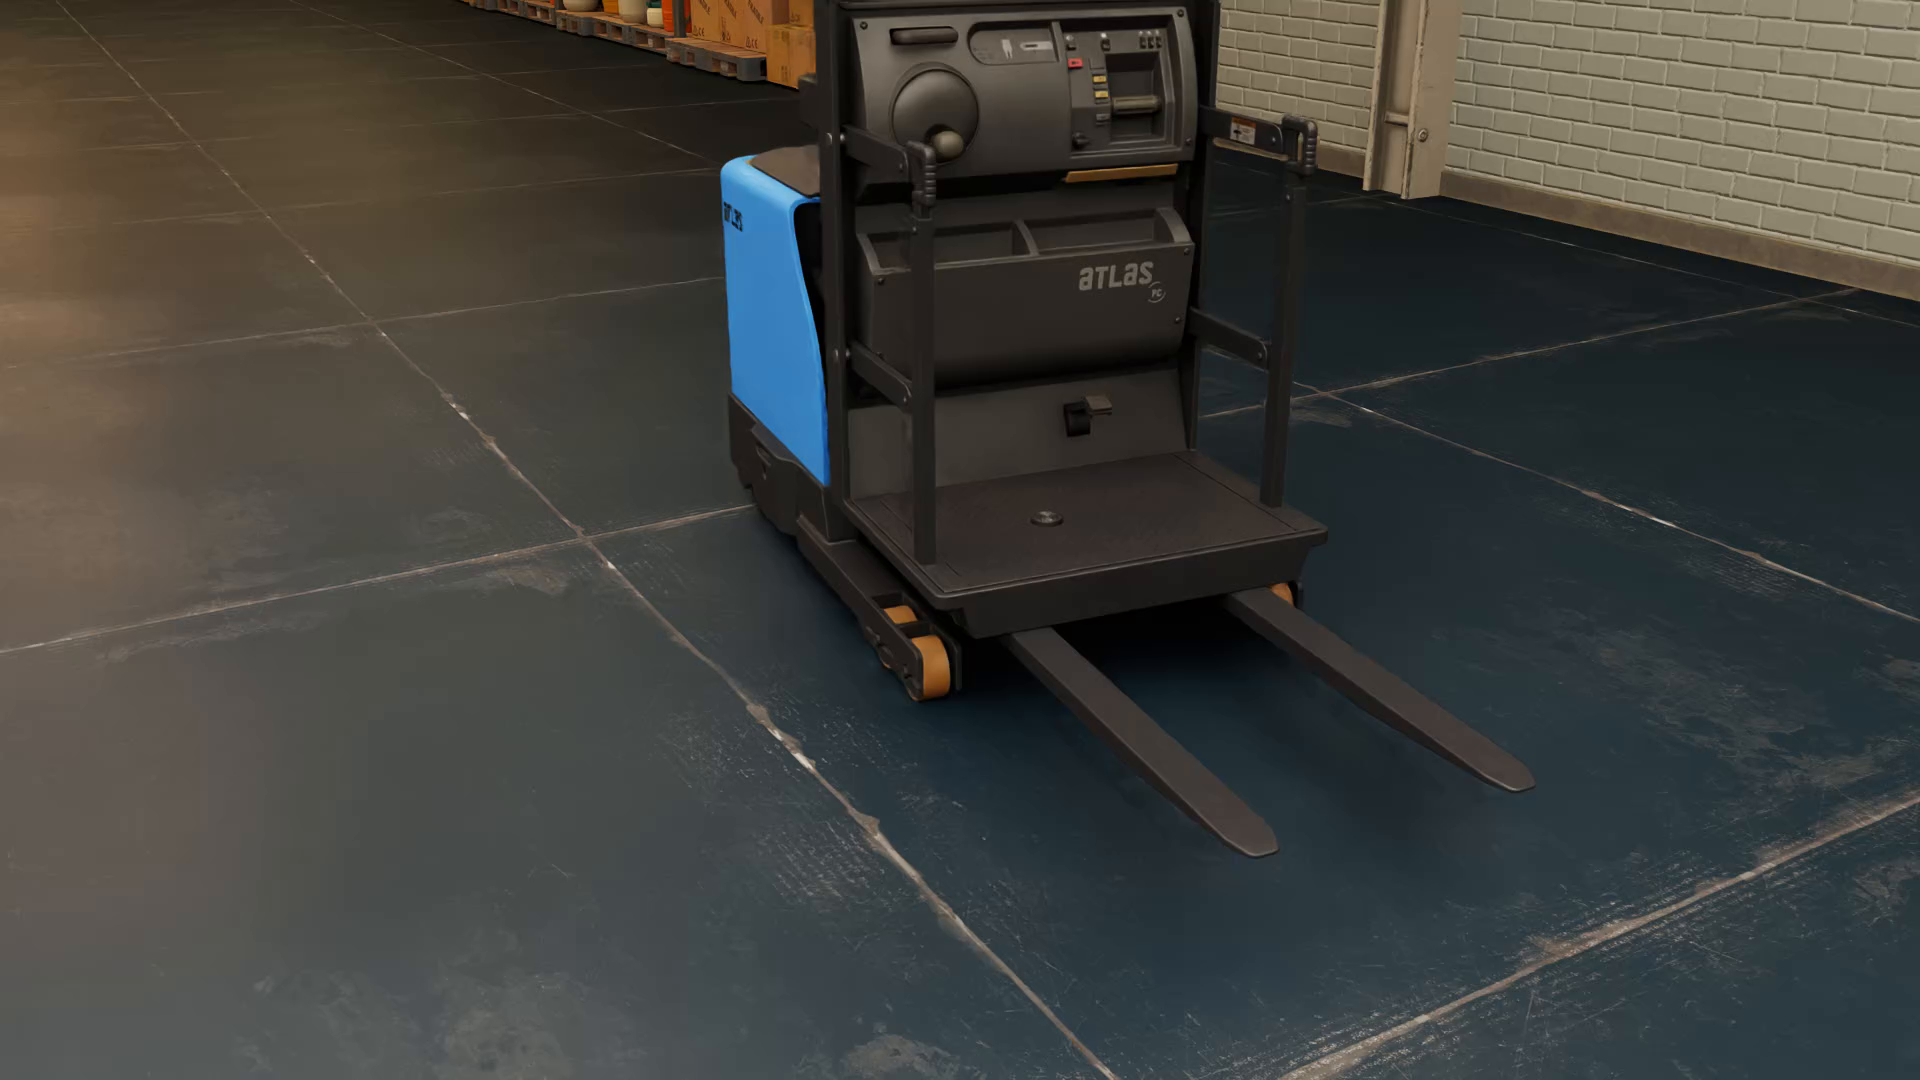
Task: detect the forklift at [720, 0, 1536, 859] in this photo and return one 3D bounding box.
[{"bbox_3d":[0.265,-1.137,4.043,1.130,2.935,3.031,-9,24,-21],"label":"forklift"}]
